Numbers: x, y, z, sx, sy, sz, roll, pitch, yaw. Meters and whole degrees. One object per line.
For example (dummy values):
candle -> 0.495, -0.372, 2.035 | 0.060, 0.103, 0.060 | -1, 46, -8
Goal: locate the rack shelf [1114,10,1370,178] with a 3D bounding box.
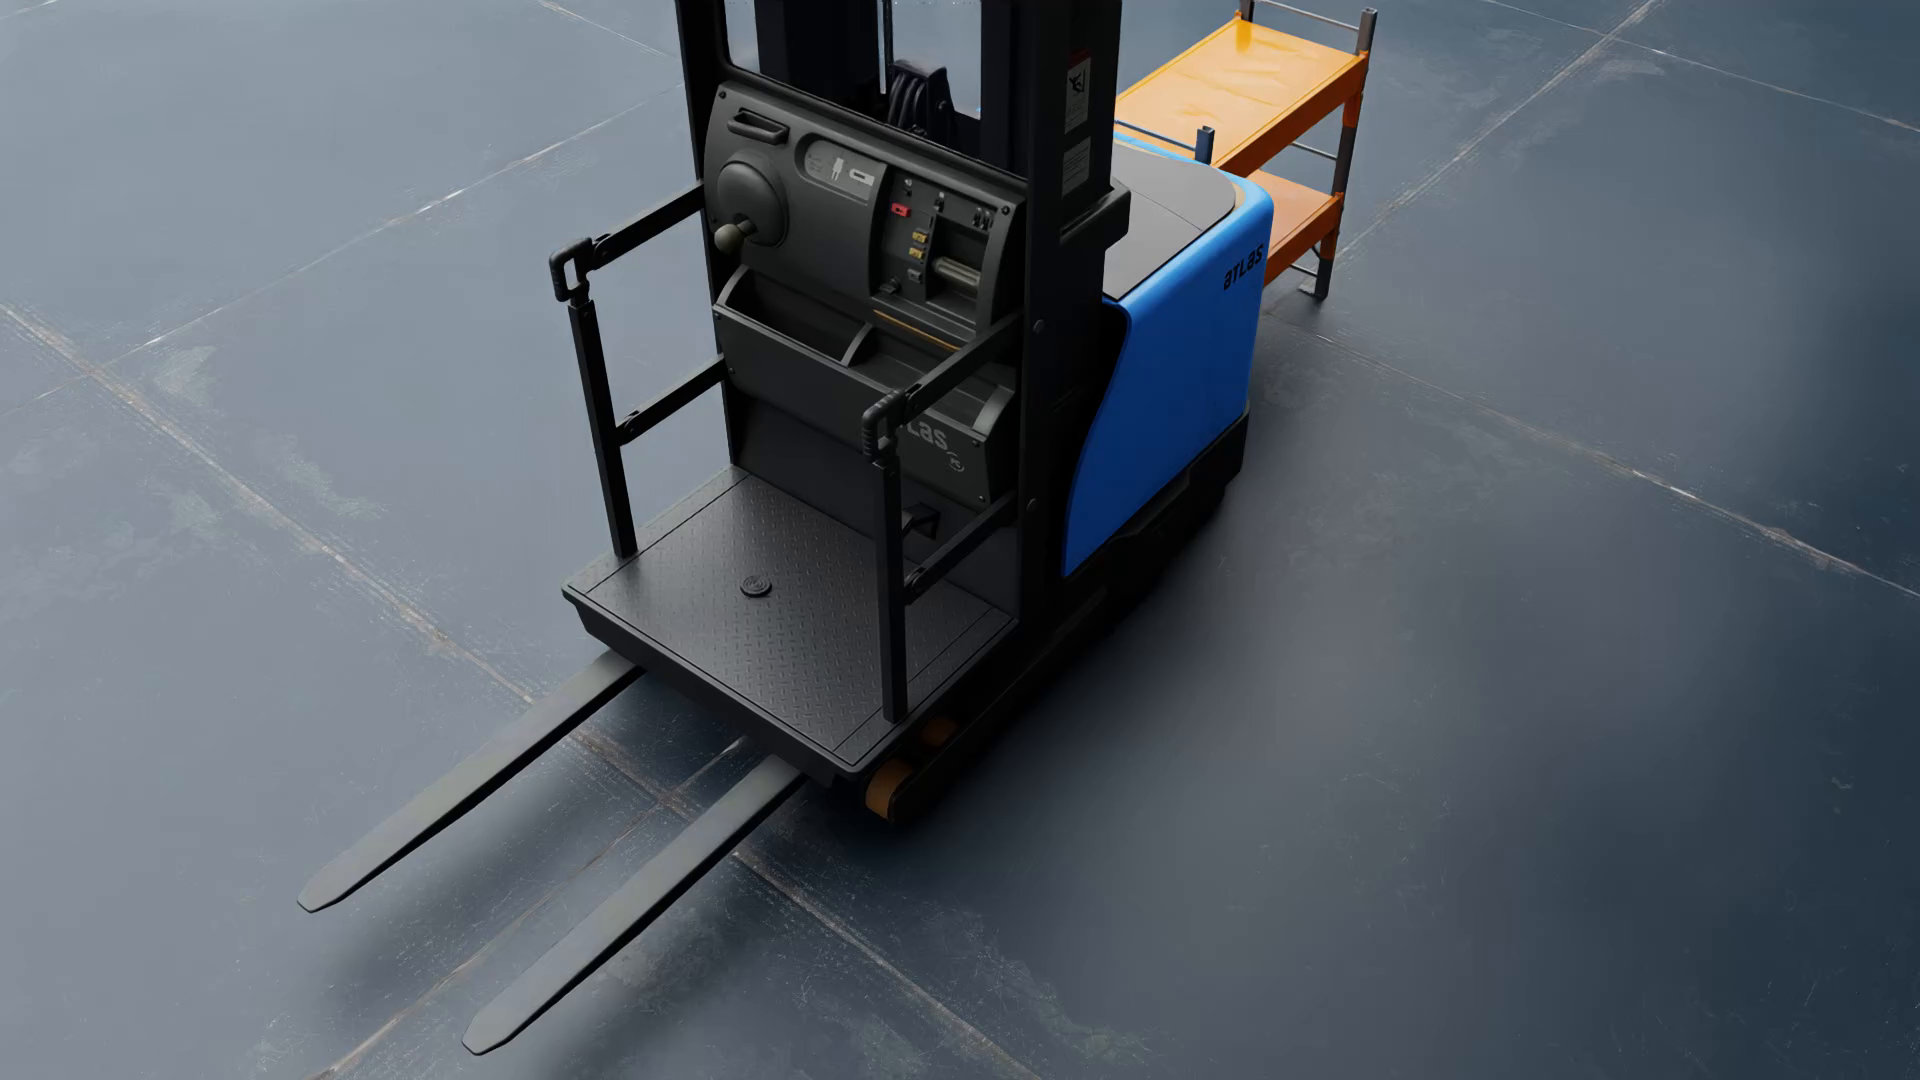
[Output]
rack shelf -> 0.864, -1.380, 5.496 | 0.538, 0.278, 1.000 | 28, 49, 27

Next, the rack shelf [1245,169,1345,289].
rack shelf -> 0.864, -0.982, 5.858 | 0.538, 0.278, 1.000 | 28, 49, 27

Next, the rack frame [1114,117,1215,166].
rack frame -> 0.549, -0.895, 5.398 | 0.500, 1.125, 0.032 | 28, 49, 27

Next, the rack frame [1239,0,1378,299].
rack frame -> 1.178, -1.432, 5.989 | 0.500, 1.125, 0.032 | 28, 49, 27

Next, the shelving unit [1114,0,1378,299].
shelving unit -> 0.864, -1.163, 5.693 | 0.538, 1.125, 1.048 | 28, 49, 27

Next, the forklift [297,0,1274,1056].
forklift -> -0.388, -0.719, 3.862 | 1.130, 2.935, 3.031 | 28, 49, 27
